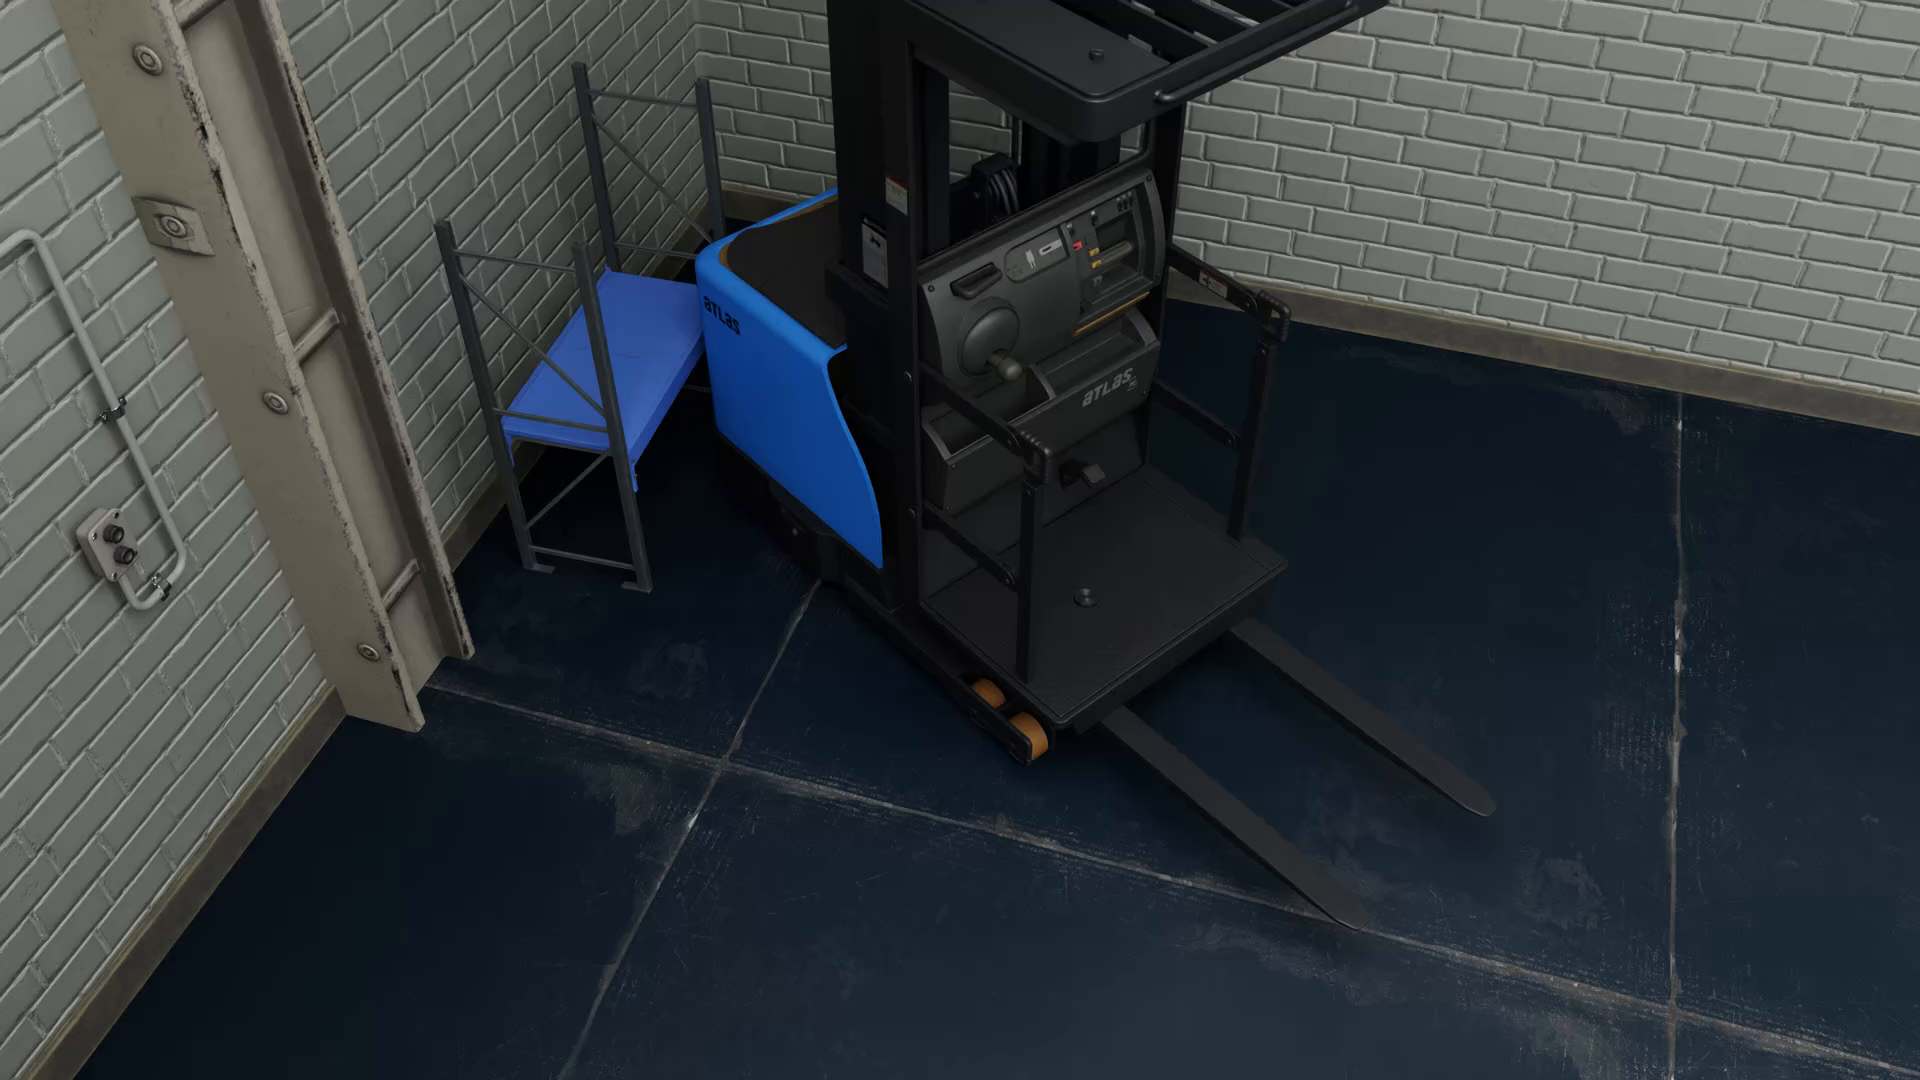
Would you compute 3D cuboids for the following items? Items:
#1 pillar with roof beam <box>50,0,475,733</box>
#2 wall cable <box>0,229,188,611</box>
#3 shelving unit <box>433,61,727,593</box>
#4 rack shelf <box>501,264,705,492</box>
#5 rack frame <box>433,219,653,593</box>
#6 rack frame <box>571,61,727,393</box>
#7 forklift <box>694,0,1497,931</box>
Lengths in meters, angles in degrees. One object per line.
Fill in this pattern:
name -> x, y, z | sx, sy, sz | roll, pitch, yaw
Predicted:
pillar with roof beam -> 2.193, -1.821, 1.677 | 9.100, 9.000, 0.400 | 13, 46, 13
wall cable -> -2.417, -0.022, 3.402 | 0.084, 1.984, 1.851 | 13, 46, 13
shelving unit -> -1.238, -0.740, 5.934 | 0.538, 1.500, 1.048 | 10, 45, 10
rack shelf -> -1.238, -0.612, 6.059 | 0.538, 0.185, 1.000 | 10, 45, 10
rack frame -> -1.367, -0.396, 5.582 | 0.500, 1.500, 0.032 | 10, 45, 10
rack frame -> -1.109, -1.084, 6.285 | 0.500, 1.500, 0.032 | 10, 45, 10
forklift -> 0.407, -0.718, 4.888 | 1.130, 2.935, 3.031 | -31, 52, -28
